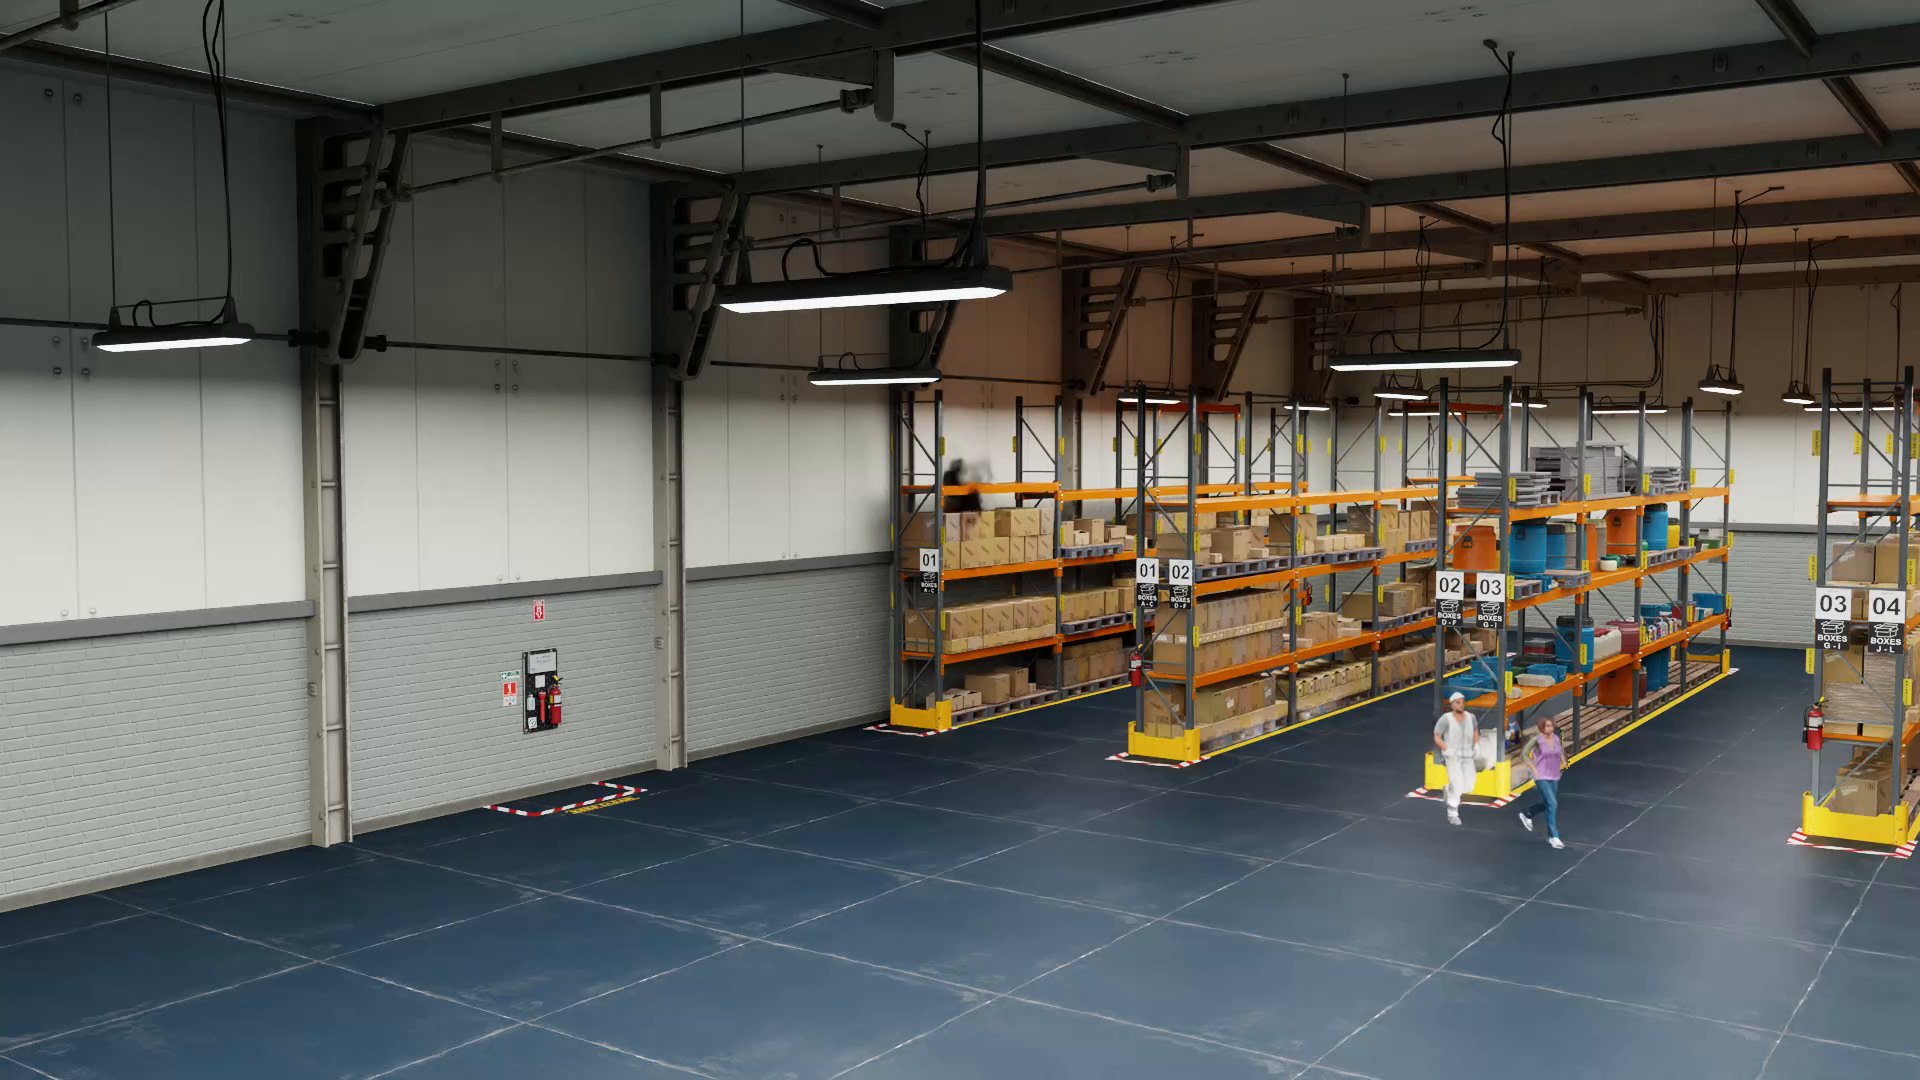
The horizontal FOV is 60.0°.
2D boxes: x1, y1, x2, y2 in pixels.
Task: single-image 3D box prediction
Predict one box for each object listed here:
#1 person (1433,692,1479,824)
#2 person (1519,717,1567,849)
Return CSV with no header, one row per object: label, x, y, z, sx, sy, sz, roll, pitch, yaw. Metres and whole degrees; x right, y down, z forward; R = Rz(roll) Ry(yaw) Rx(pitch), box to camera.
person,6.621,2.889,22.147,0.682,1.752,0.683,-1,3,-11
person,7.386,3.025,21.020,0.528,1.604,0.802,-1,3,-20
